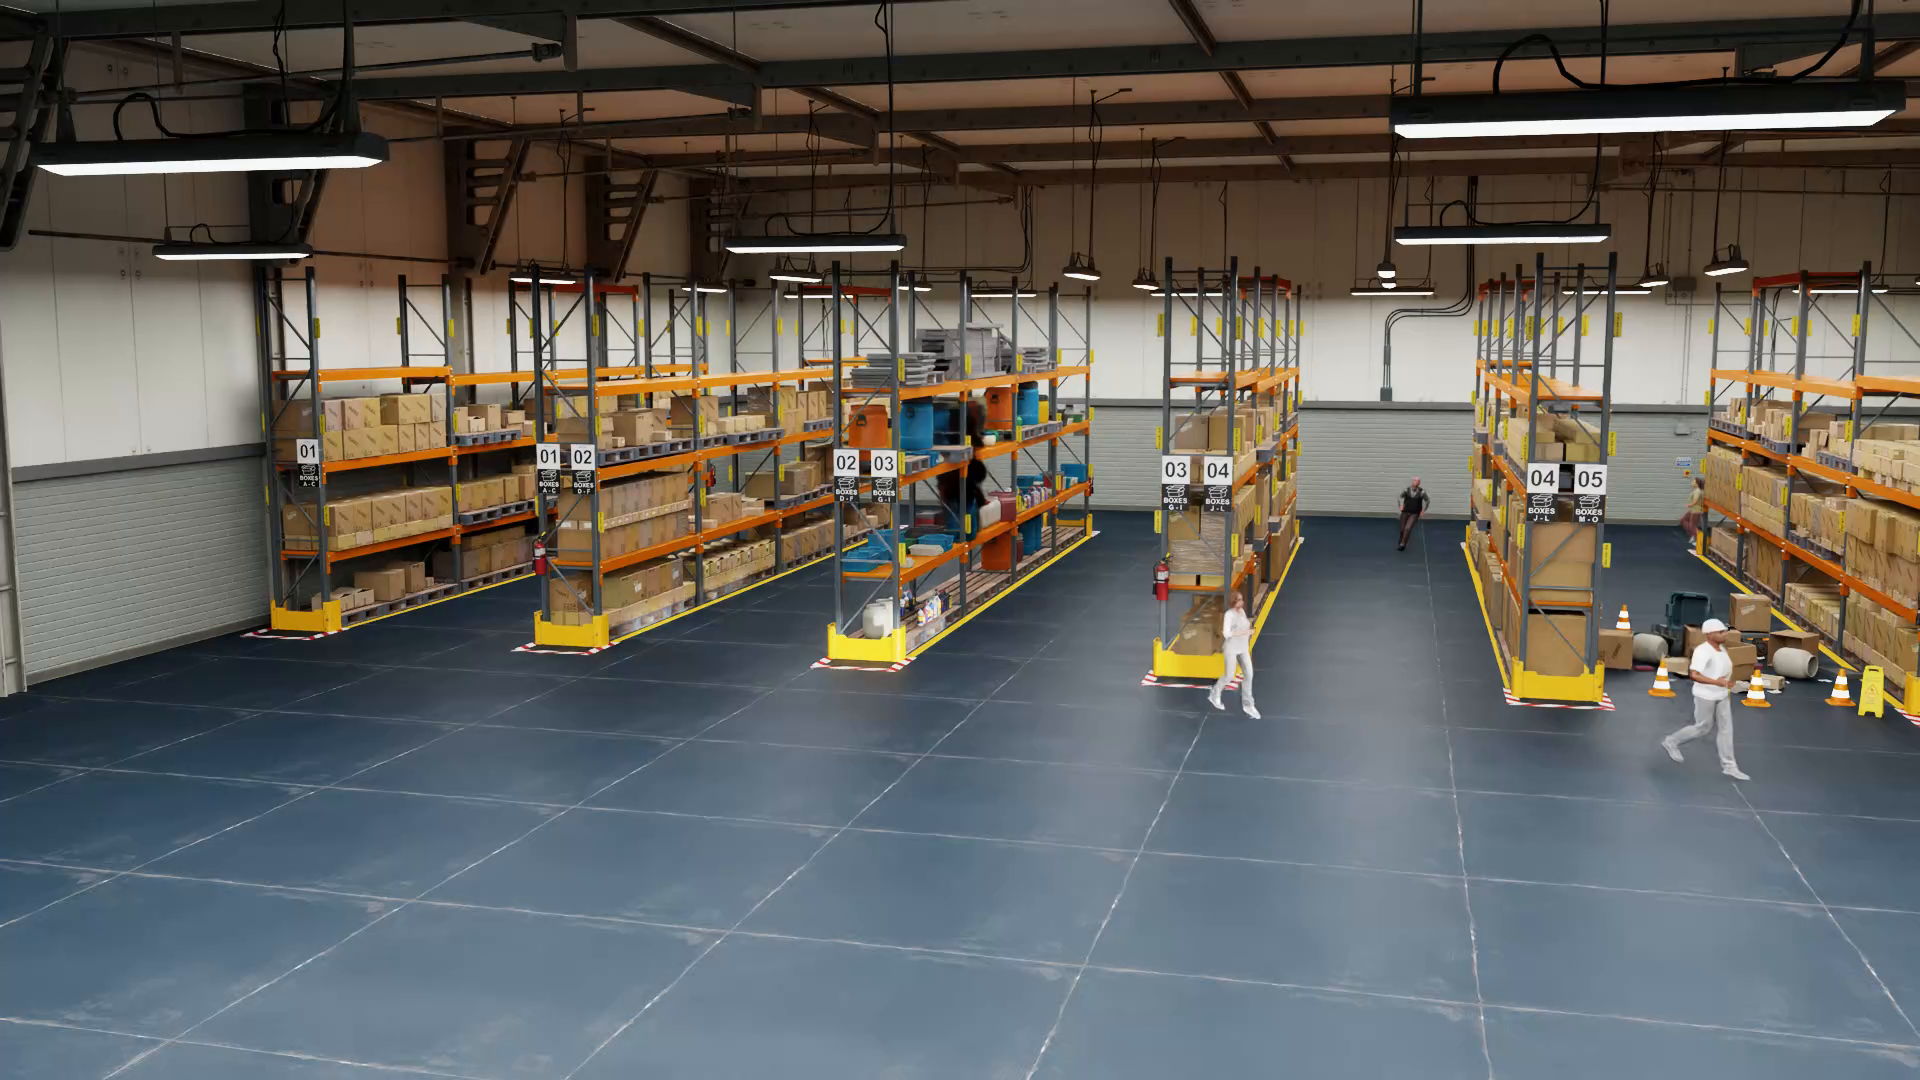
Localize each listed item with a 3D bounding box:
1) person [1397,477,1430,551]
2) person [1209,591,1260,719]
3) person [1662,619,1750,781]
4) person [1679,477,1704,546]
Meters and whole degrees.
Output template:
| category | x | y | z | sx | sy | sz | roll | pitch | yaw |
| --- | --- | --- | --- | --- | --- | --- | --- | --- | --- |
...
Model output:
| category | x | y | z | sx | sy | sz | roll | pitch | yaw |
| --- | --- | --- | --- | --- | --- | --- | --- | --- | --- |
| person | 10.242 | -0.596 | 37.642 | 0.712 | 1.668 | 0.815 | 3 | 8 | 24 |
| person | 3.559 | 1.464 | 21.543 | 0.522 | 1.622 | 0.770 | -6 | 9 | -40 |
| person | 8.400 | 1.757 | 18.650 | 0.703 | 1.766 | 0.980 | -5 | 9 | -37 |
| person | 16.871 | -0.655 | 38.254 | 0.593 | 1.609 | 0.590 | 4 | 8 | 27 |
